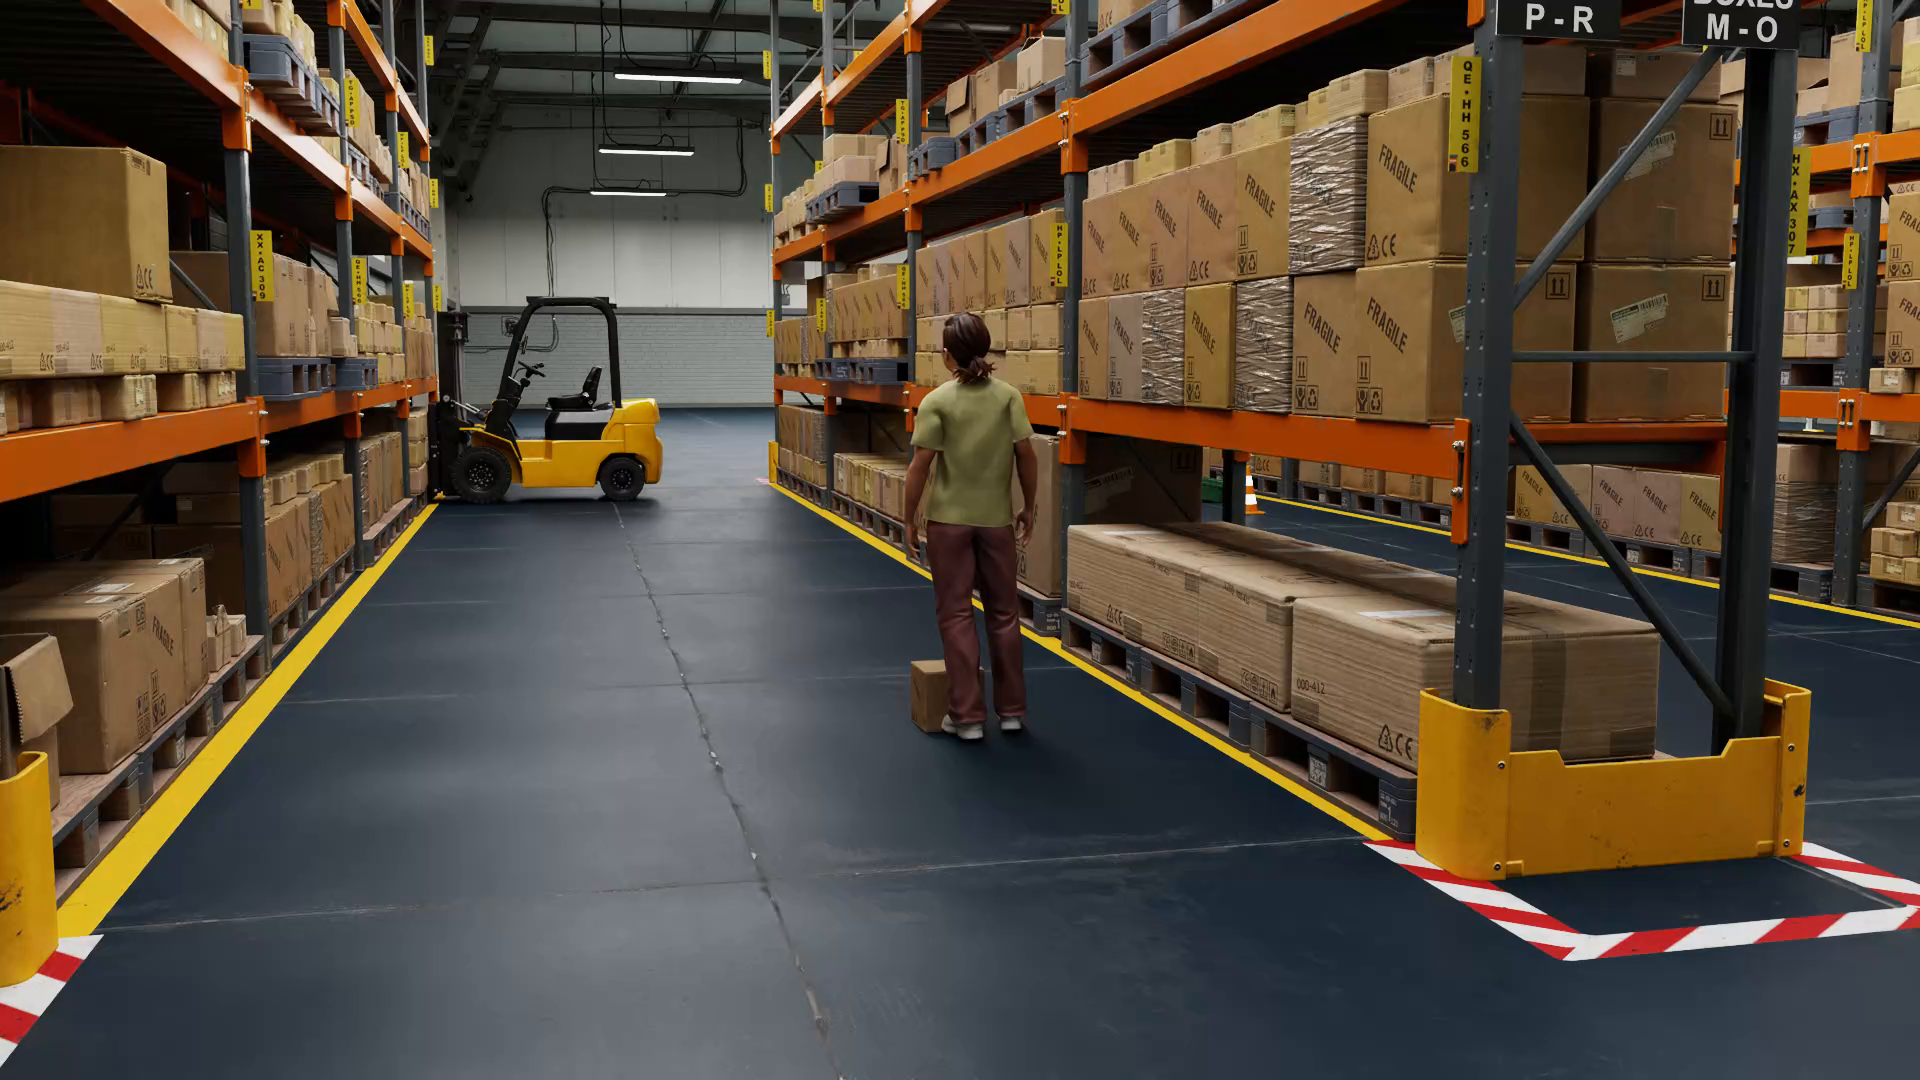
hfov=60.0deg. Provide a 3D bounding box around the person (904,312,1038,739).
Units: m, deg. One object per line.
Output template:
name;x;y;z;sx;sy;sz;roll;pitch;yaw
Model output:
person;0.031;-0.055;6.568;0.553;1.673;0.547;-2;6;-14
